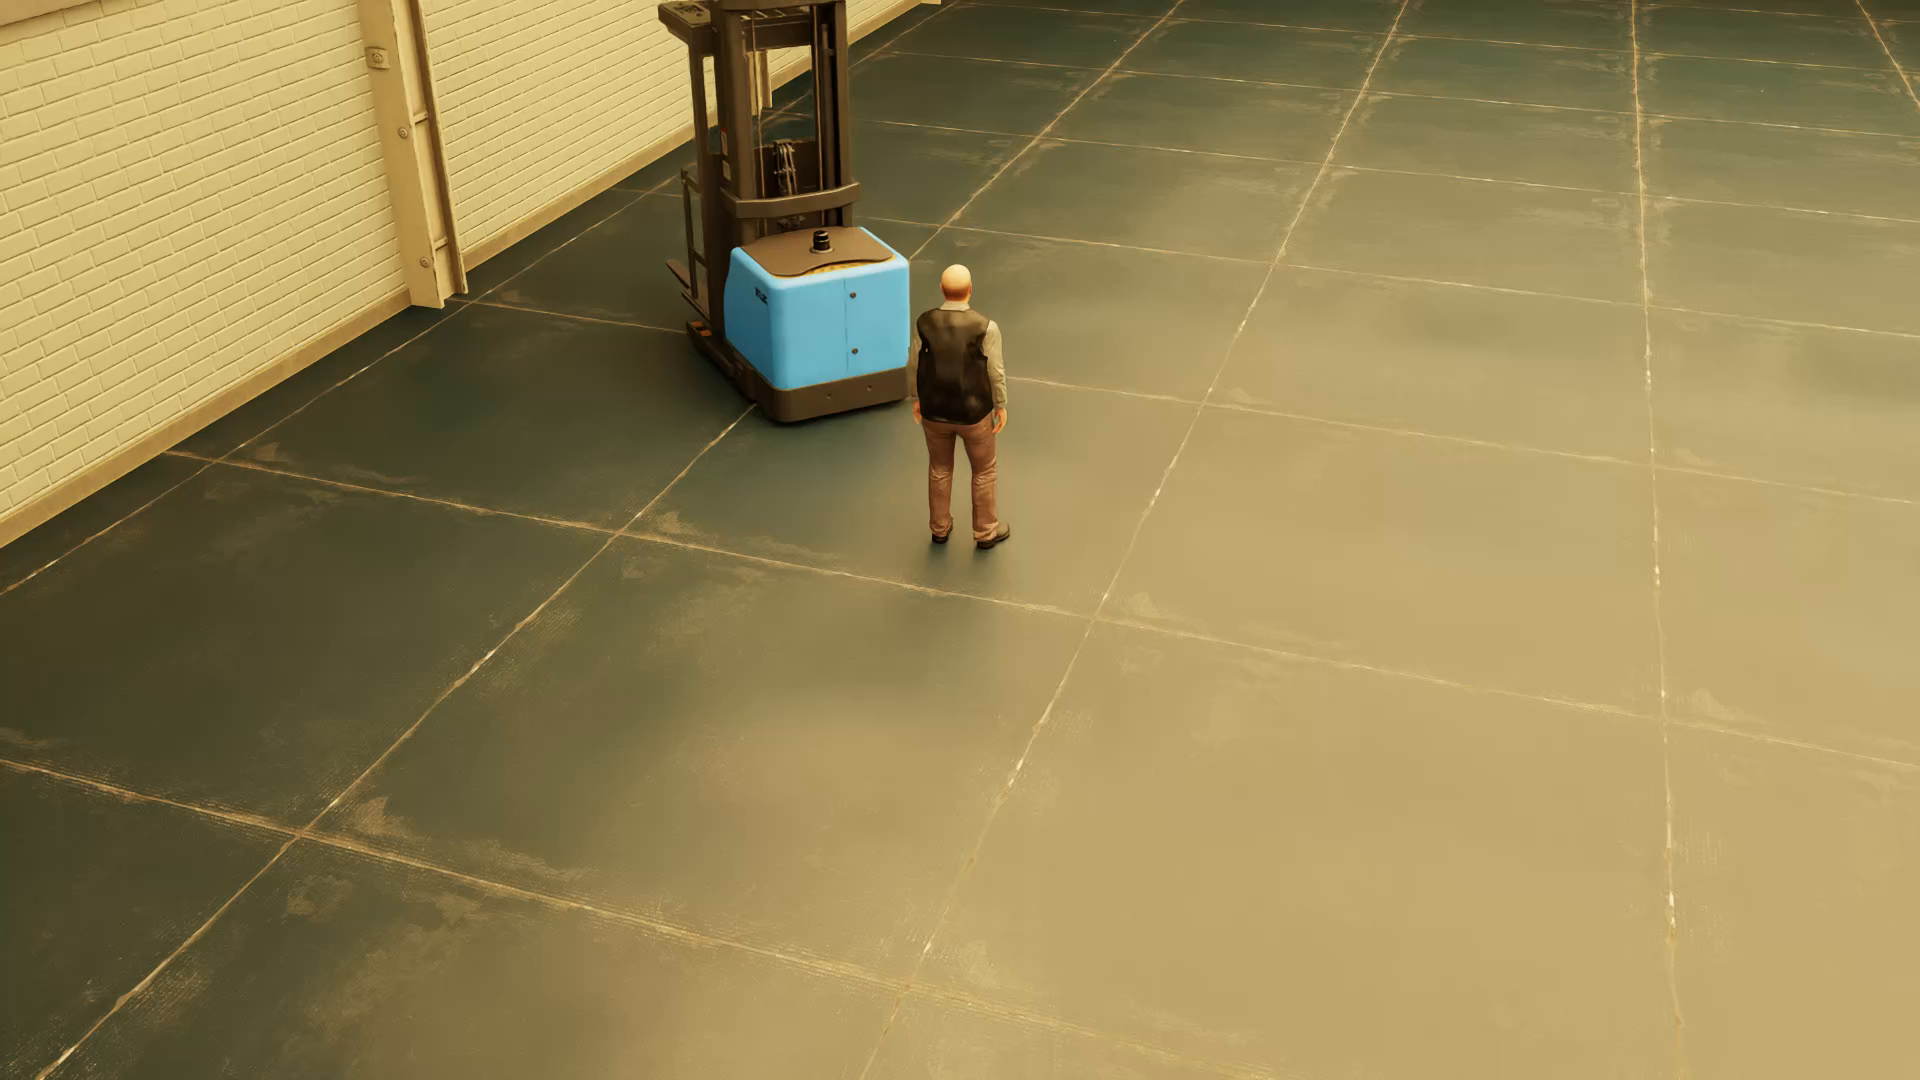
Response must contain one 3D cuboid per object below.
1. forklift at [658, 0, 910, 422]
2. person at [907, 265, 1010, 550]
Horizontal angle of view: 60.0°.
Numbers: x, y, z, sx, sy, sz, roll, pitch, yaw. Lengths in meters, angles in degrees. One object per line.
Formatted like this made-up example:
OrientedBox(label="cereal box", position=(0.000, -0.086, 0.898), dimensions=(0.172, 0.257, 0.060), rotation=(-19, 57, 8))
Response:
OrientedBox(label="forklift", position=(-1.443, -2.783, 12.018), dimensions=(1.130, 2.935, 3.031), rotation=(-14, 33, -23))
OrientedBox(label="person", position=(-0.013, -0.752, 9.680), dimensions=(0.589, 1.720, 0.424), rotation=(8, 31, 13))
